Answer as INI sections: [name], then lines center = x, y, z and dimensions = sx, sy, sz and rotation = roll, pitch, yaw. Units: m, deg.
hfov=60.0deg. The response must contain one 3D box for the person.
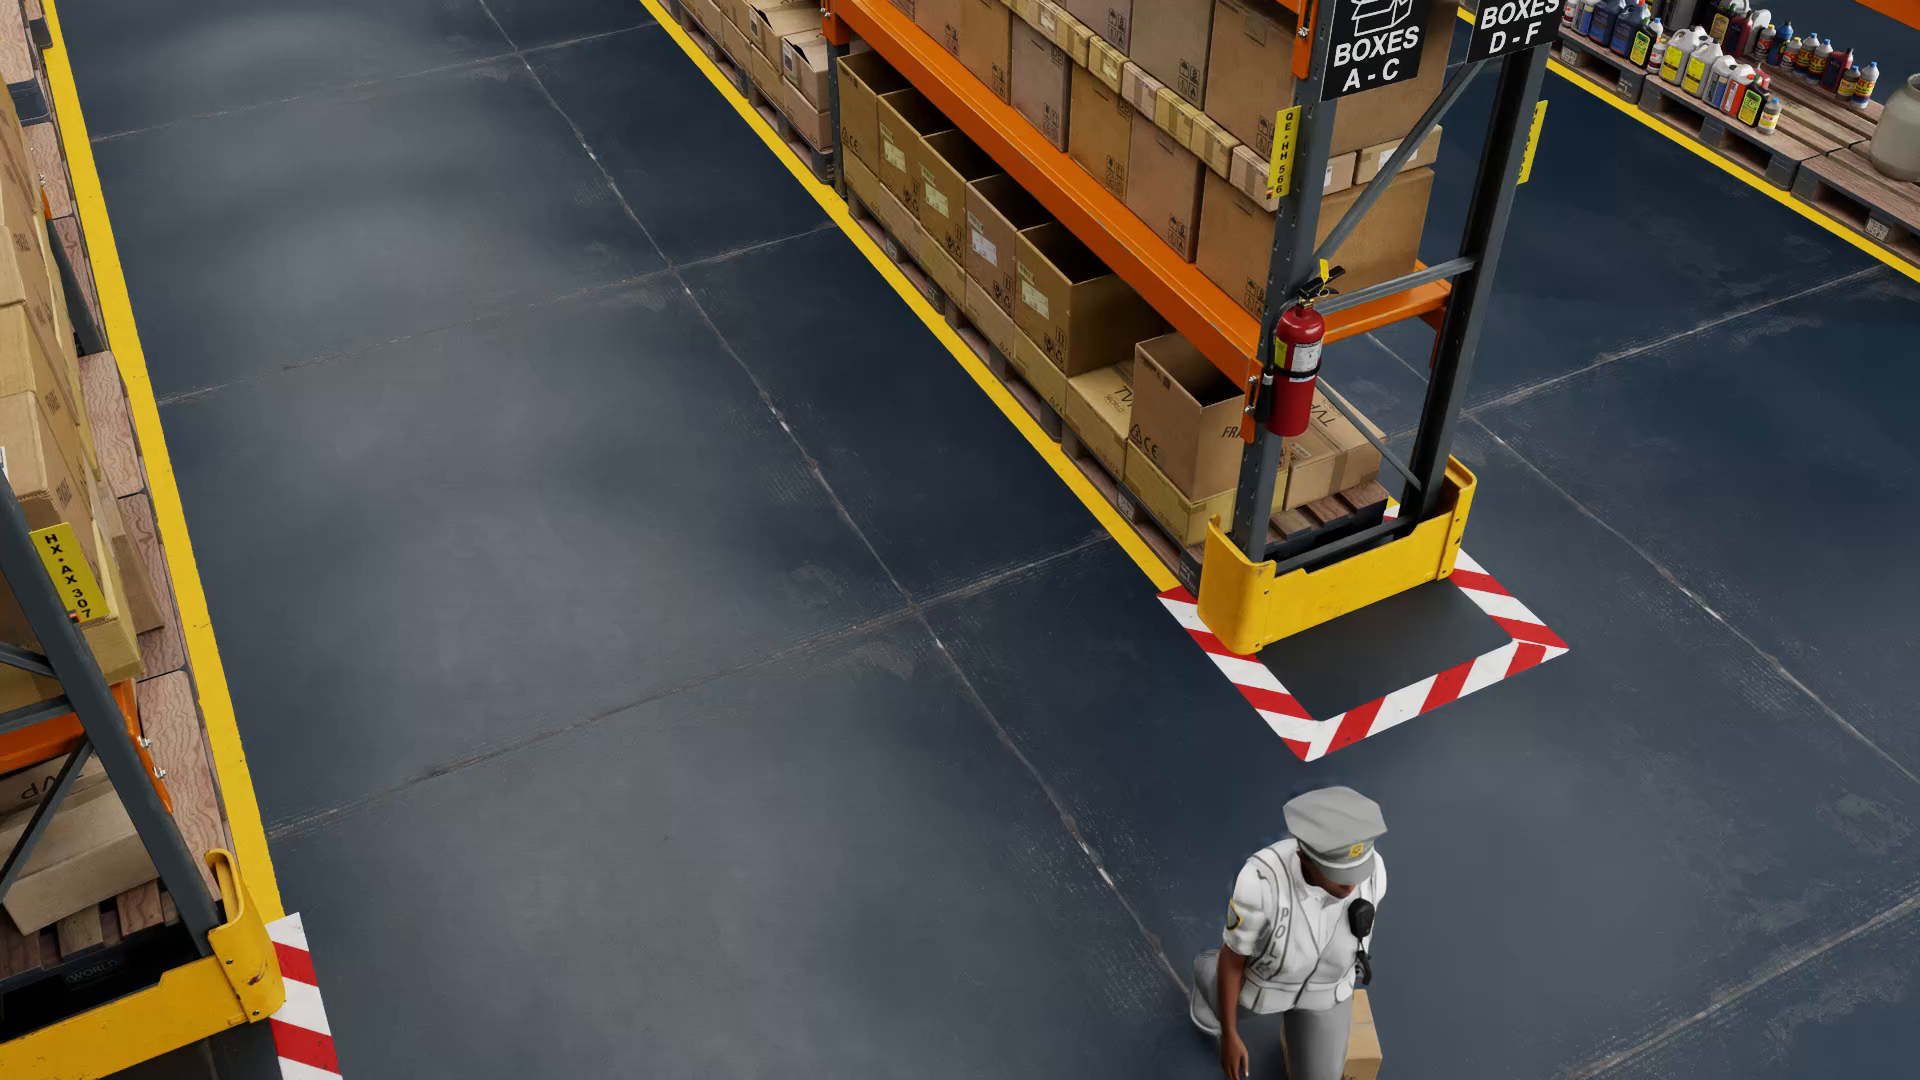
[person]
center = 0.931, 1.234, 4.754
dimensions = 0.454, 1.609, 1.068
rotation = -1, 42, -1
